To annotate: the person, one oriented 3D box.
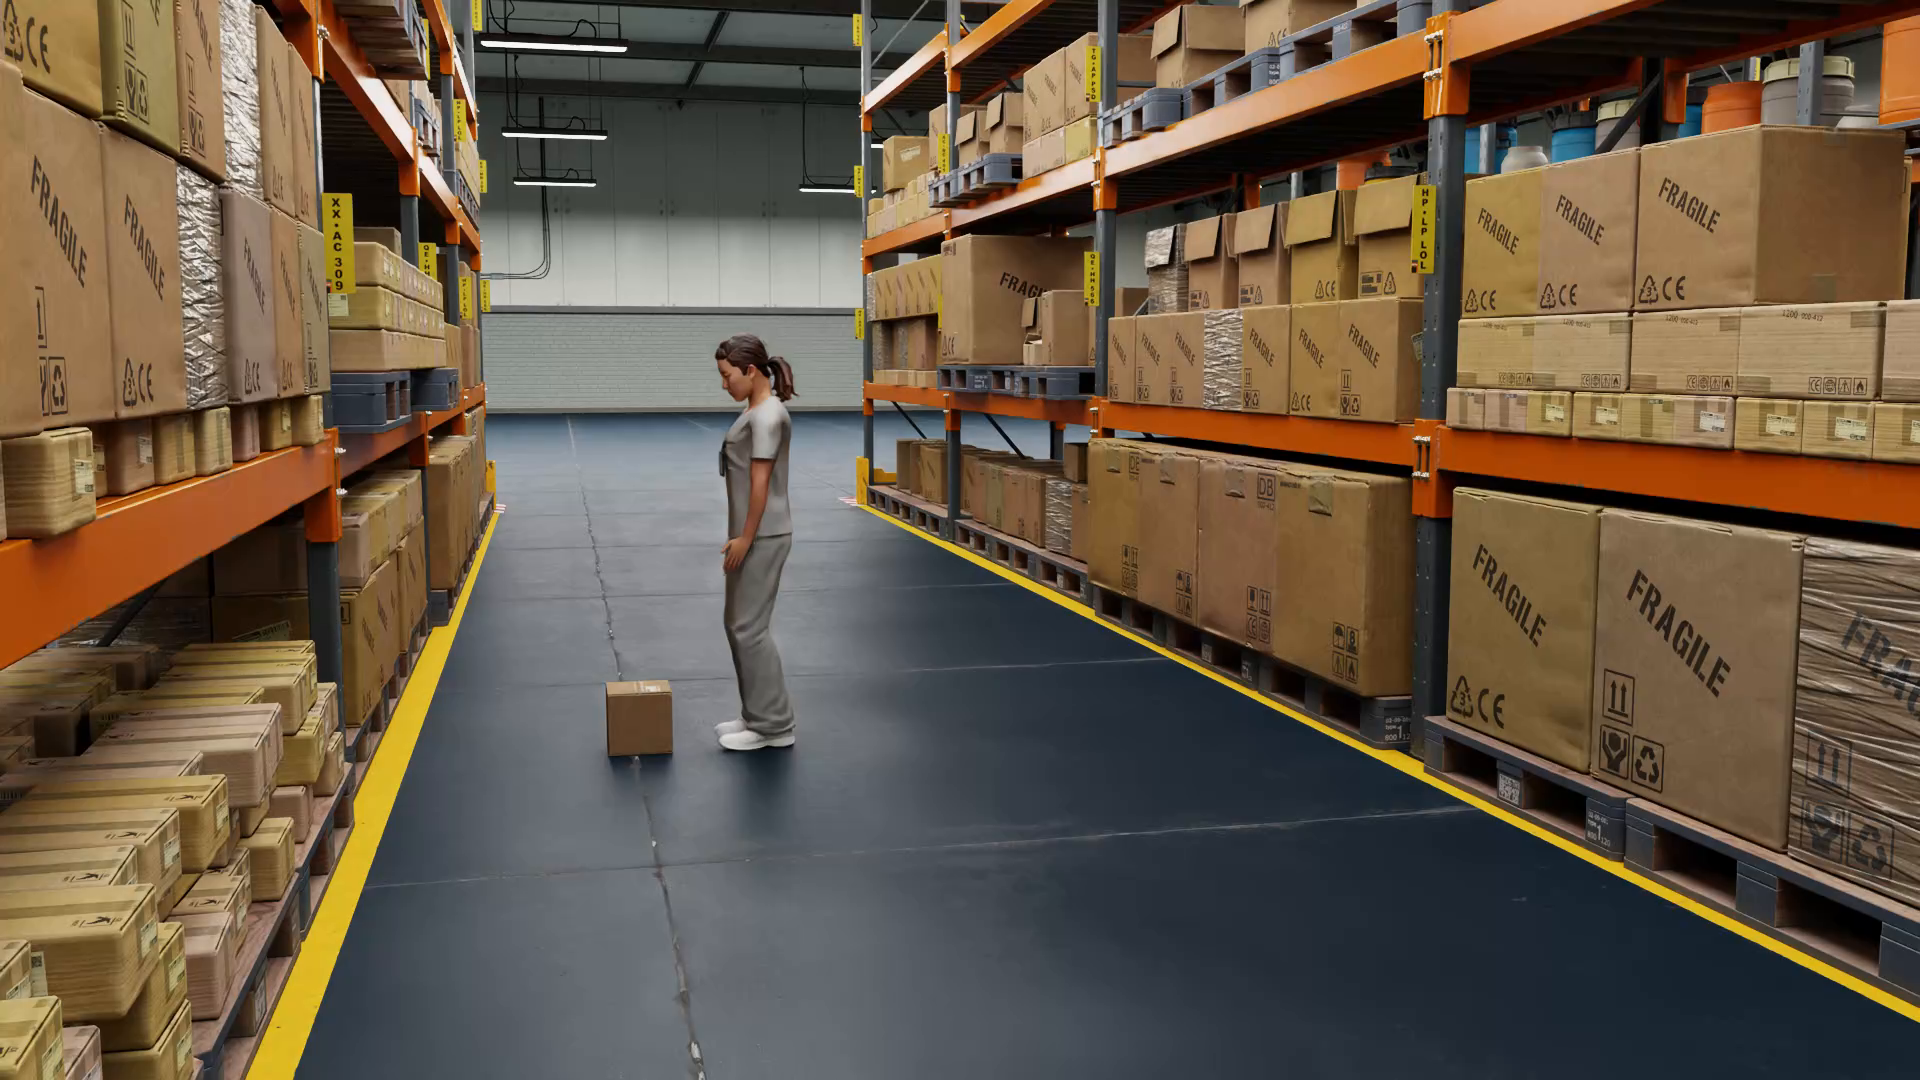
[{"bbox_3d":[-0.813,0.004,6.691,0.352,1.666,0.447,-1,6,-13],"label":"person"}]
